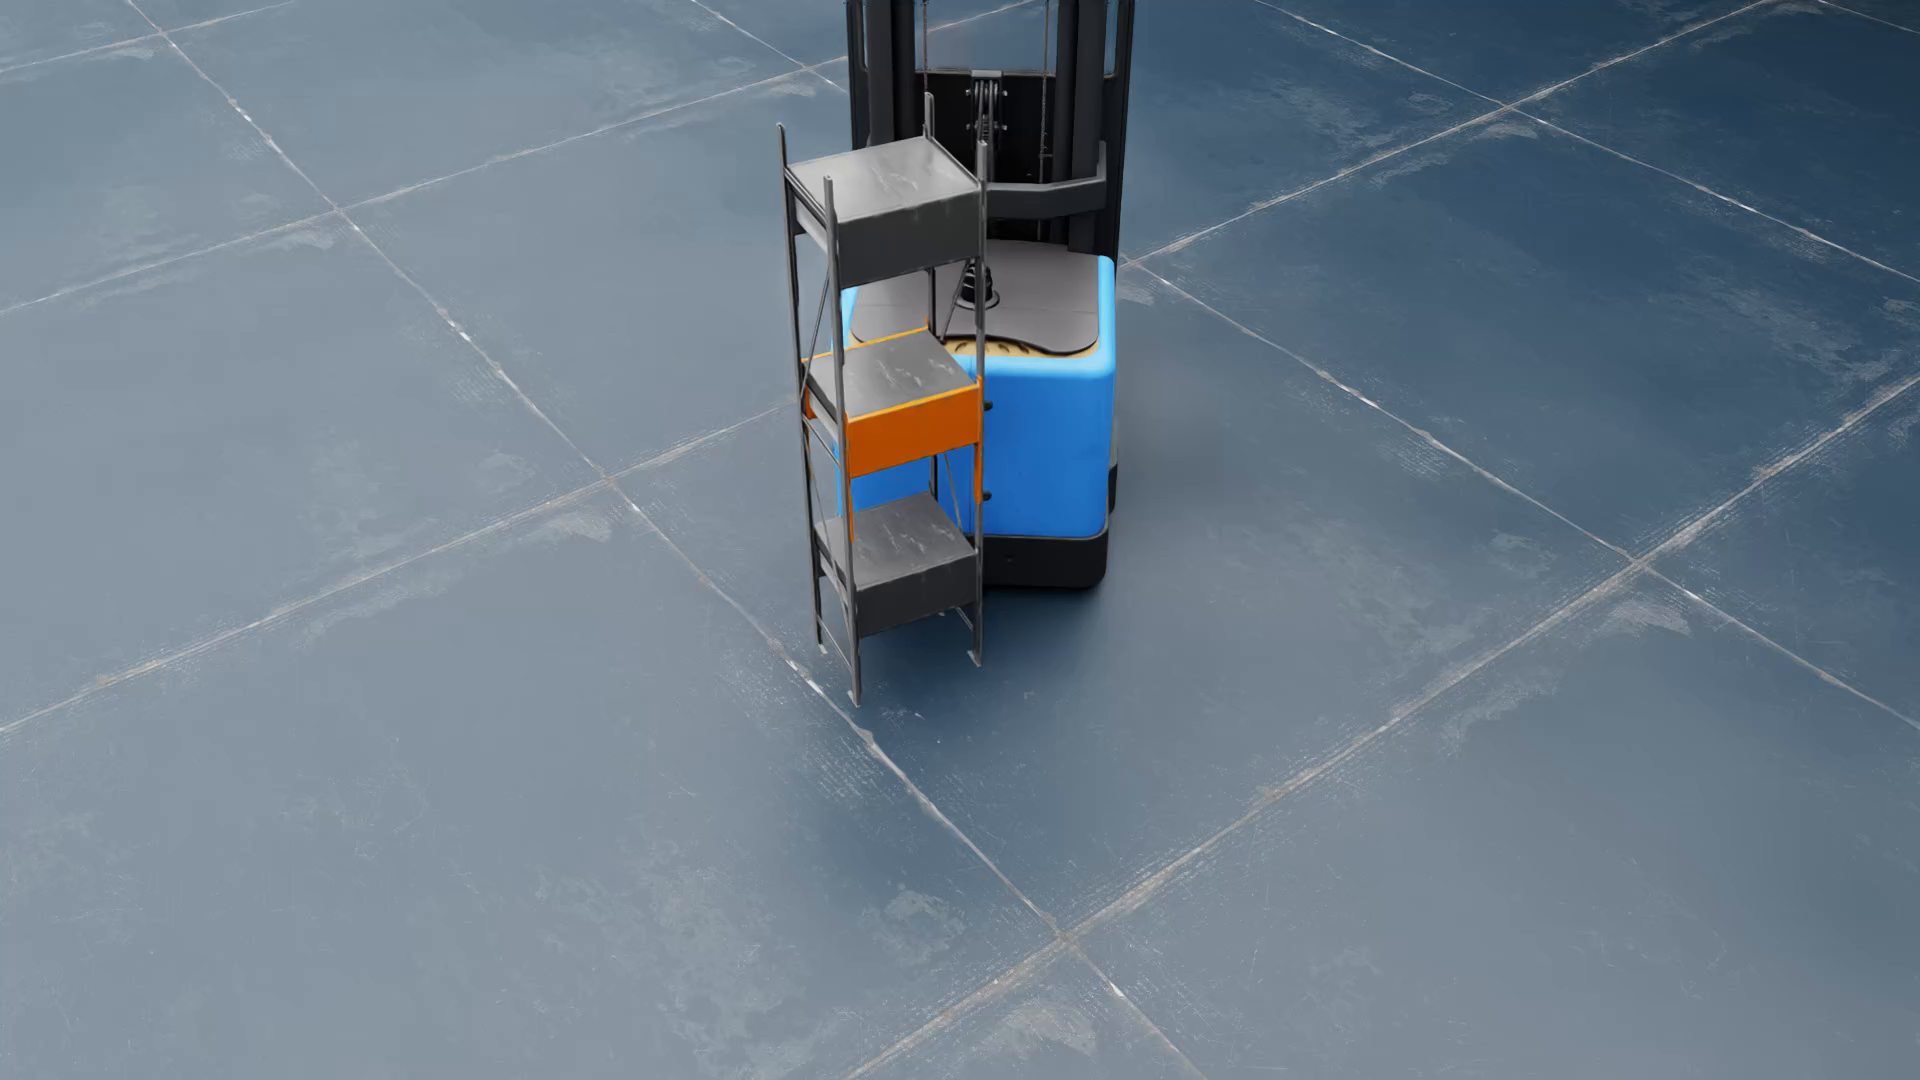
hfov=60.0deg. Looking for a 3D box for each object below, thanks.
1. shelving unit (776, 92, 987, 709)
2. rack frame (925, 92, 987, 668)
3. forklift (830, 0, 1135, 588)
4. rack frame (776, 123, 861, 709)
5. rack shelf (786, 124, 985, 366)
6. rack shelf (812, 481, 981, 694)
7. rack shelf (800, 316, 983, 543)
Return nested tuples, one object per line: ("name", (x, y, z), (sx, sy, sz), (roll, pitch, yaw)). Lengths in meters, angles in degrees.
("shelving unit", (-0.234, -0.384, 5.562), (0.503, 2.100, 0.431), (-17, 42, -20))
("rack frame", (-0.014, -0.452, 5.645), (0.015, 2.100, 0.400), (-17, 42, -20))
("forklift", (0.129, -1.867, 6.715), (1.130, 2.935, 3.031), (2, 39, 3))
("rack frame", (-0.453, -0.316, 5.480), (0.015, 2.100, 0.400), (-17, 42, -20))
("rack shelf", (-0.234, -0.915, 5.127), (0.480, 0.518, 0.431), (-17, 42, -20))
("rack shelf", (-0.234, 0.168, 6.015), (0.480, 0.518, 0.431), (-17, 42, -20))
("rack shelf", (-0.234, -0.373, 5.571), (0.480, 0.518, 0.431), (-17, 42, -20))
